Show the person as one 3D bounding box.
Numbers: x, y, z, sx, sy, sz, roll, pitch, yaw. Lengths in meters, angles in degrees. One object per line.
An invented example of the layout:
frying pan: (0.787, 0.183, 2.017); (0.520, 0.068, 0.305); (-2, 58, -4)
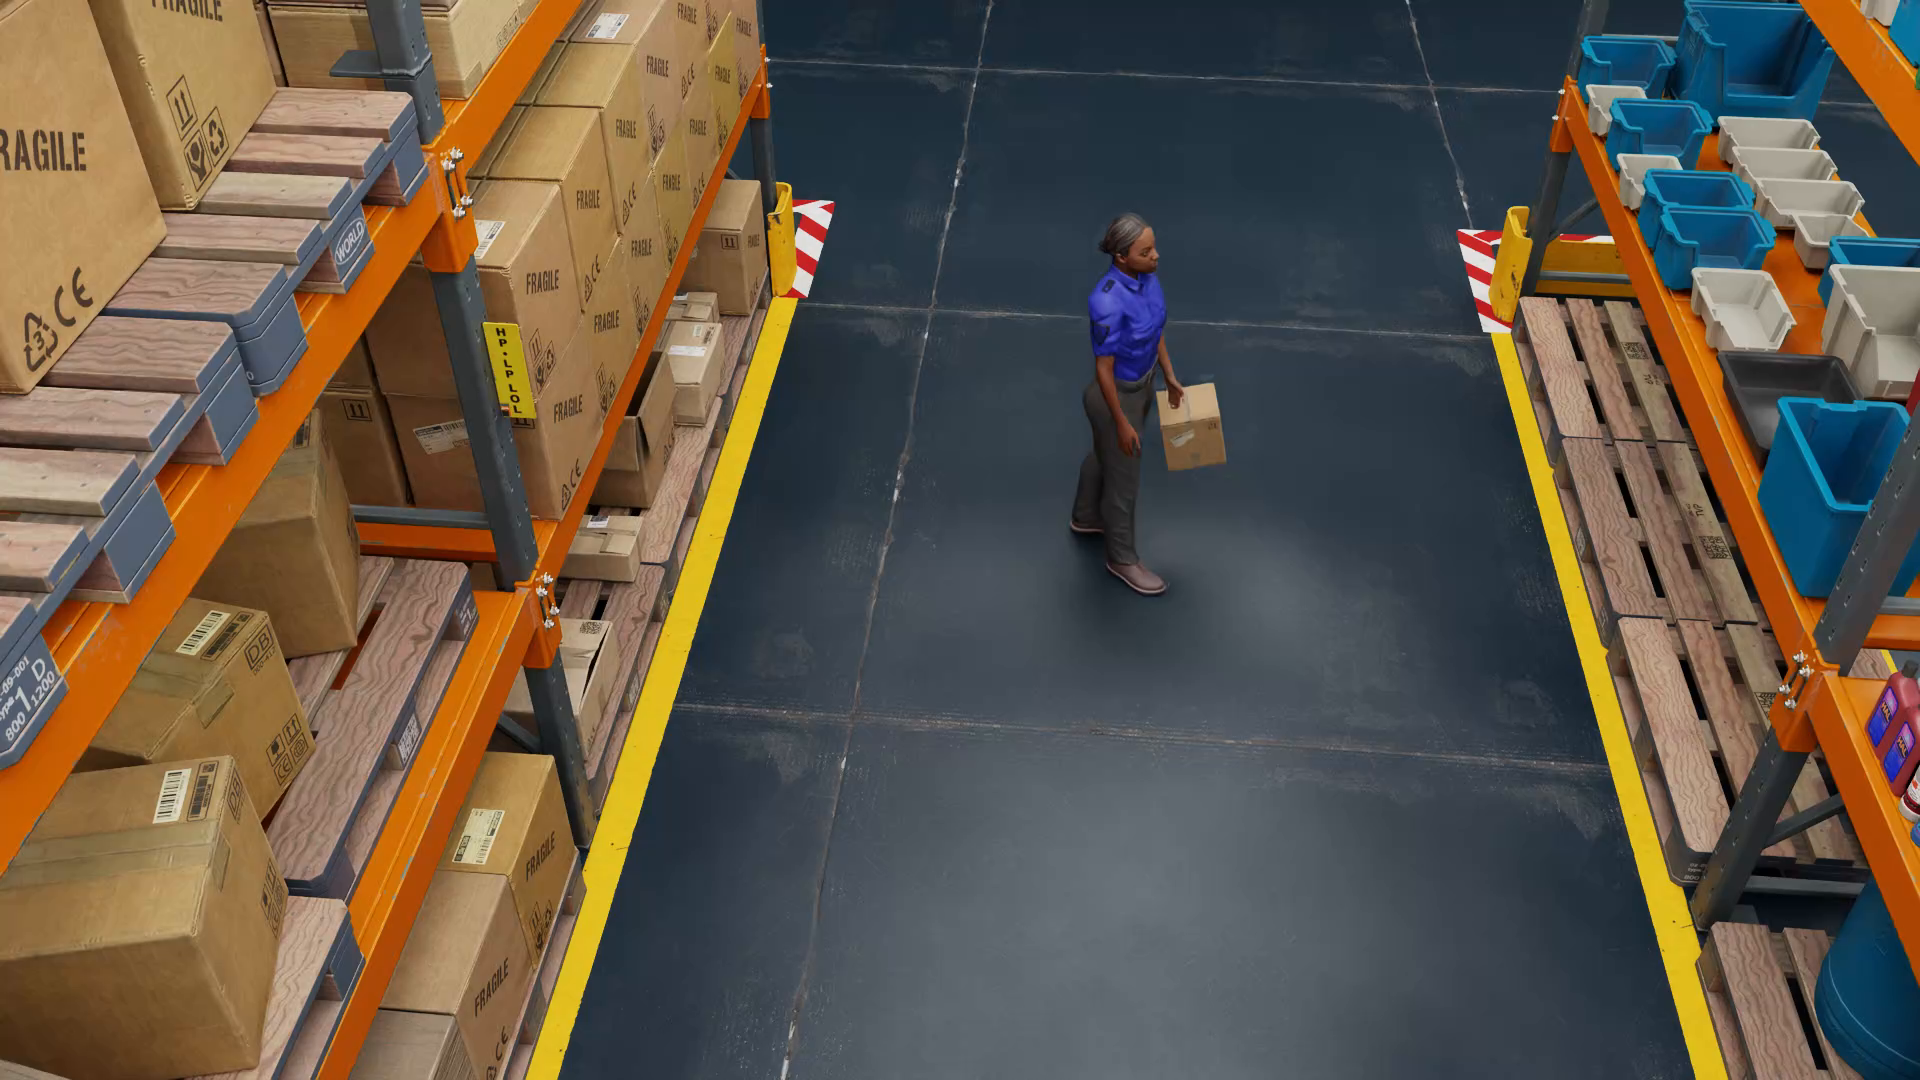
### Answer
person: (0.714, -0.576, 6.834); (0.547, 1.656, 0.518); (18, 44, 20)
